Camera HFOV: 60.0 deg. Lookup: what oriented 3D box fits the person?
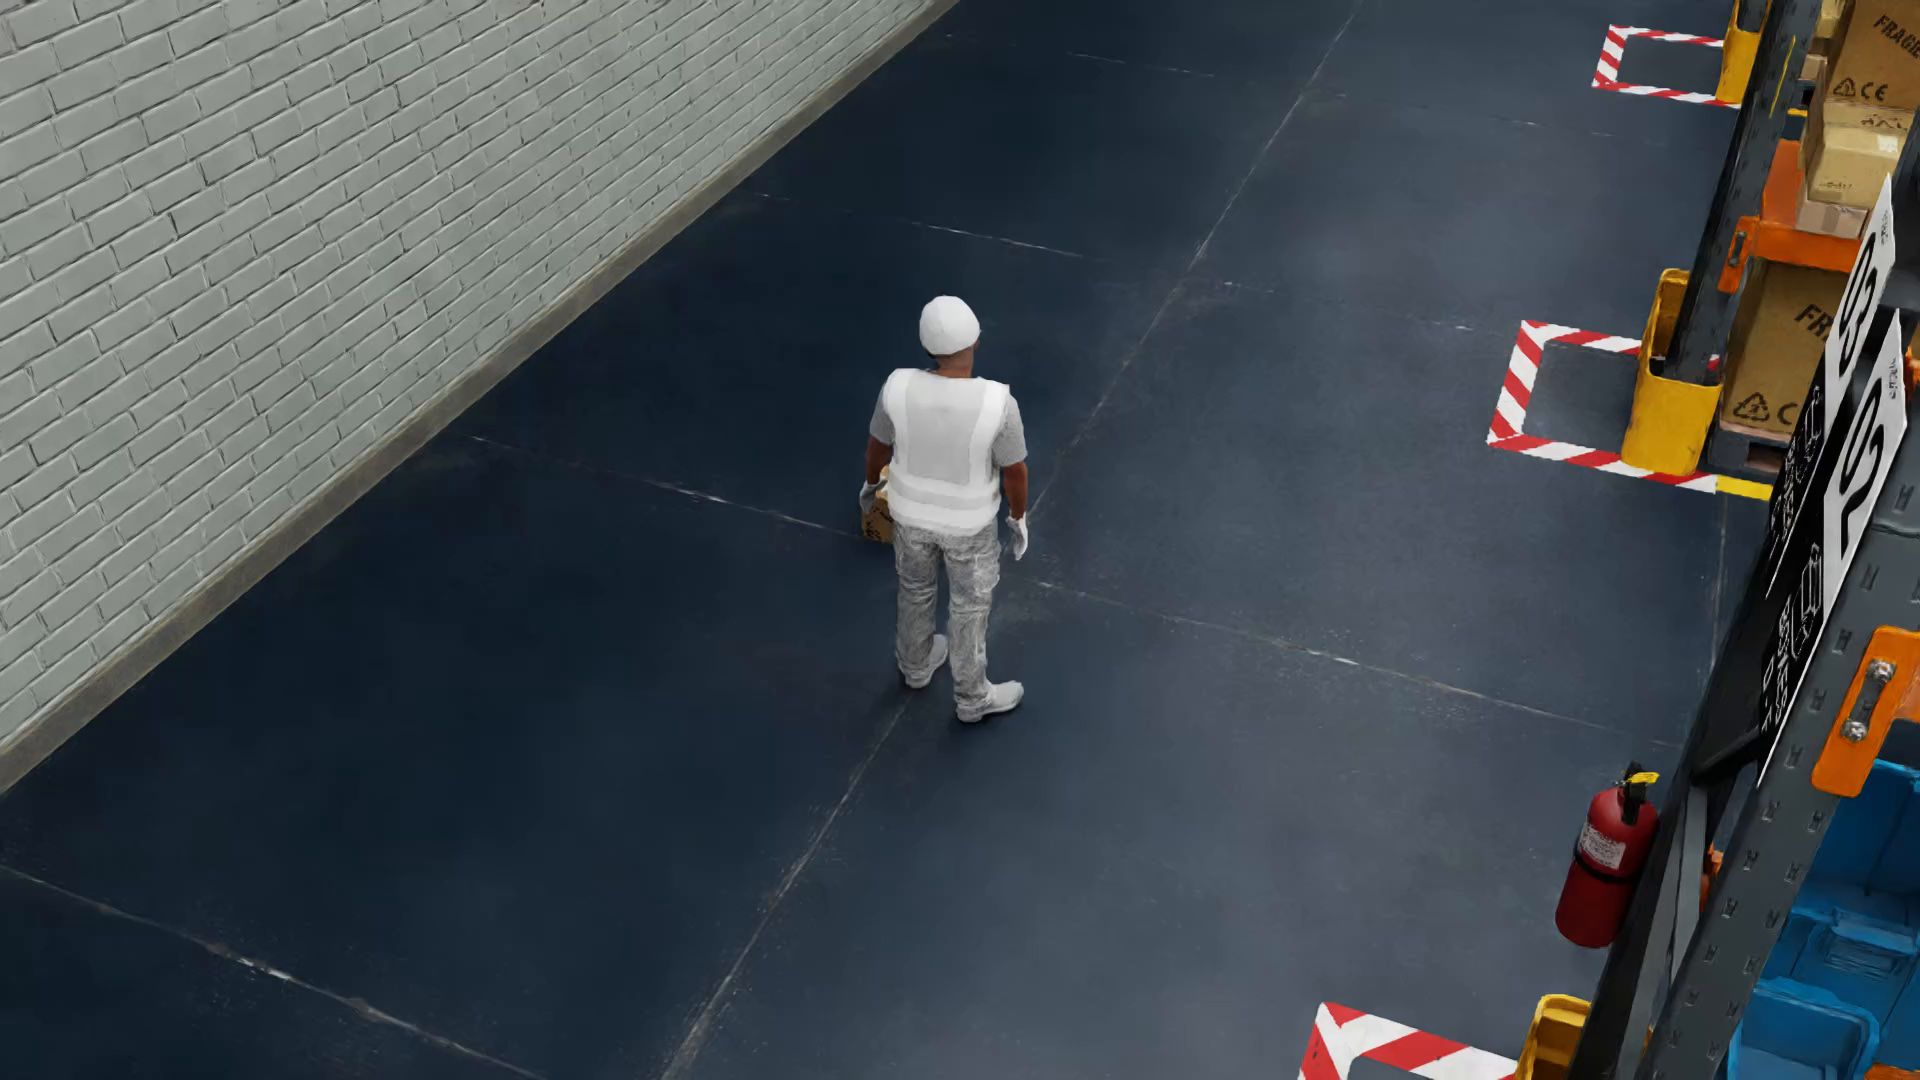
[{"bbox_3d":[-0.066,-0.130,6.268,0.680,1.787,0.458,10,38,13],"label":"person"}]
